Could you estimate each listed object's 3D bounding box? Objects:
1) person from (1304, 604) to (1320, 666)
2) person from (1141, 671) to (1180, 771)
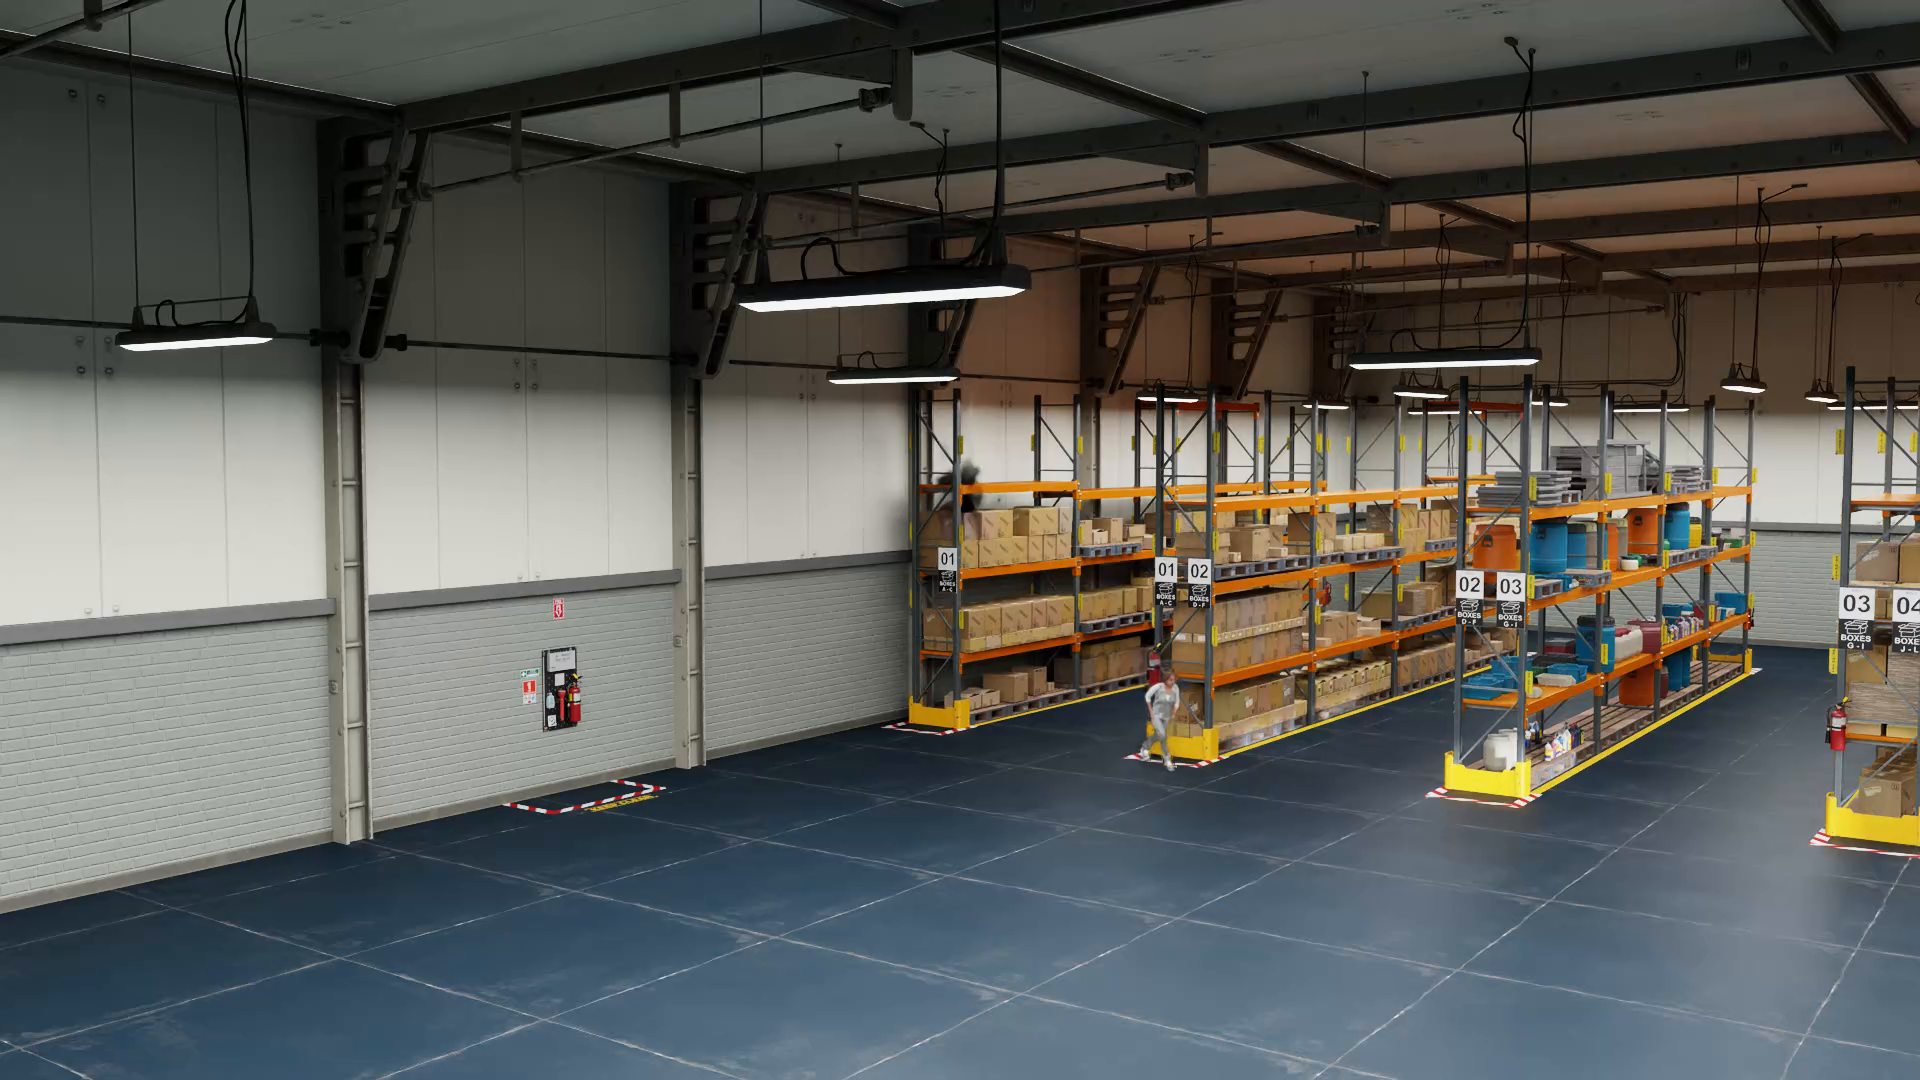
[{"bbox_3d":[7.311,2.167,34.513,0.655,1.742,0.592,2,4,31],"label":"person"},{"bbox_3d":[3.007,2.682,25.131,0.515,1.499,0.899,-1,3,-19],"label":"person"}]
